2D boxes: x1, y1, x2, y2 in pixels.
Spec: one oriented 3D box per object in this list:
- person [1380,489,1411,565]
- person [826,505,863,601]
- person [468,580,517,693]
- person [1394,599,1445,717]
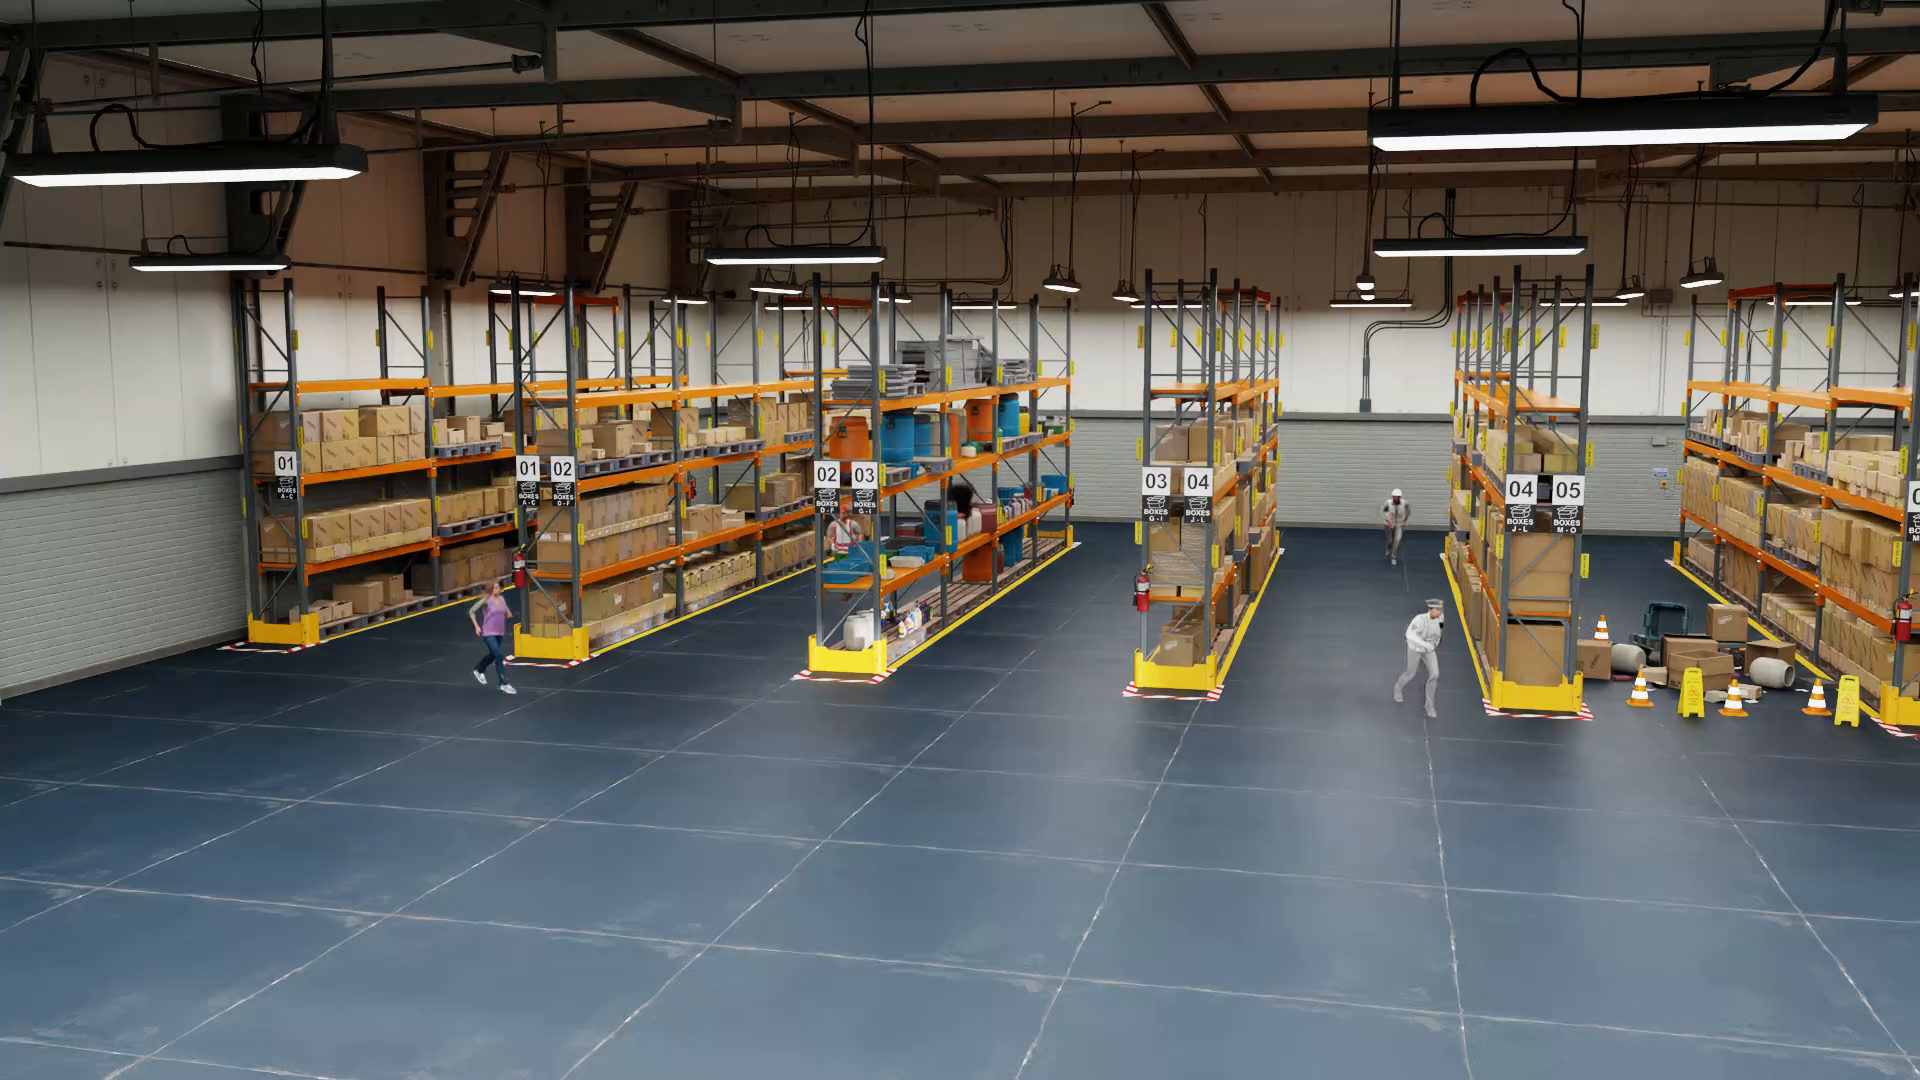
[{"bbox_3d":[9.808,-0.324,37.587,0.687,1.728,1.030,0,7,2],"label":"person"},{"bbox_3d":[-2.092,0.246,30.034,0.661,1.756,0.643,1,7,5],"label":"person"},{"bbox_3d":[-6.661,1.354,23.680,0.885,1.589,0.529,4,8,31],"label":"person"},{"bbox_3d":[6.223,1.546,22.552,0.658,1.625,0.967,-3,7,-21],"label":"person"}]
